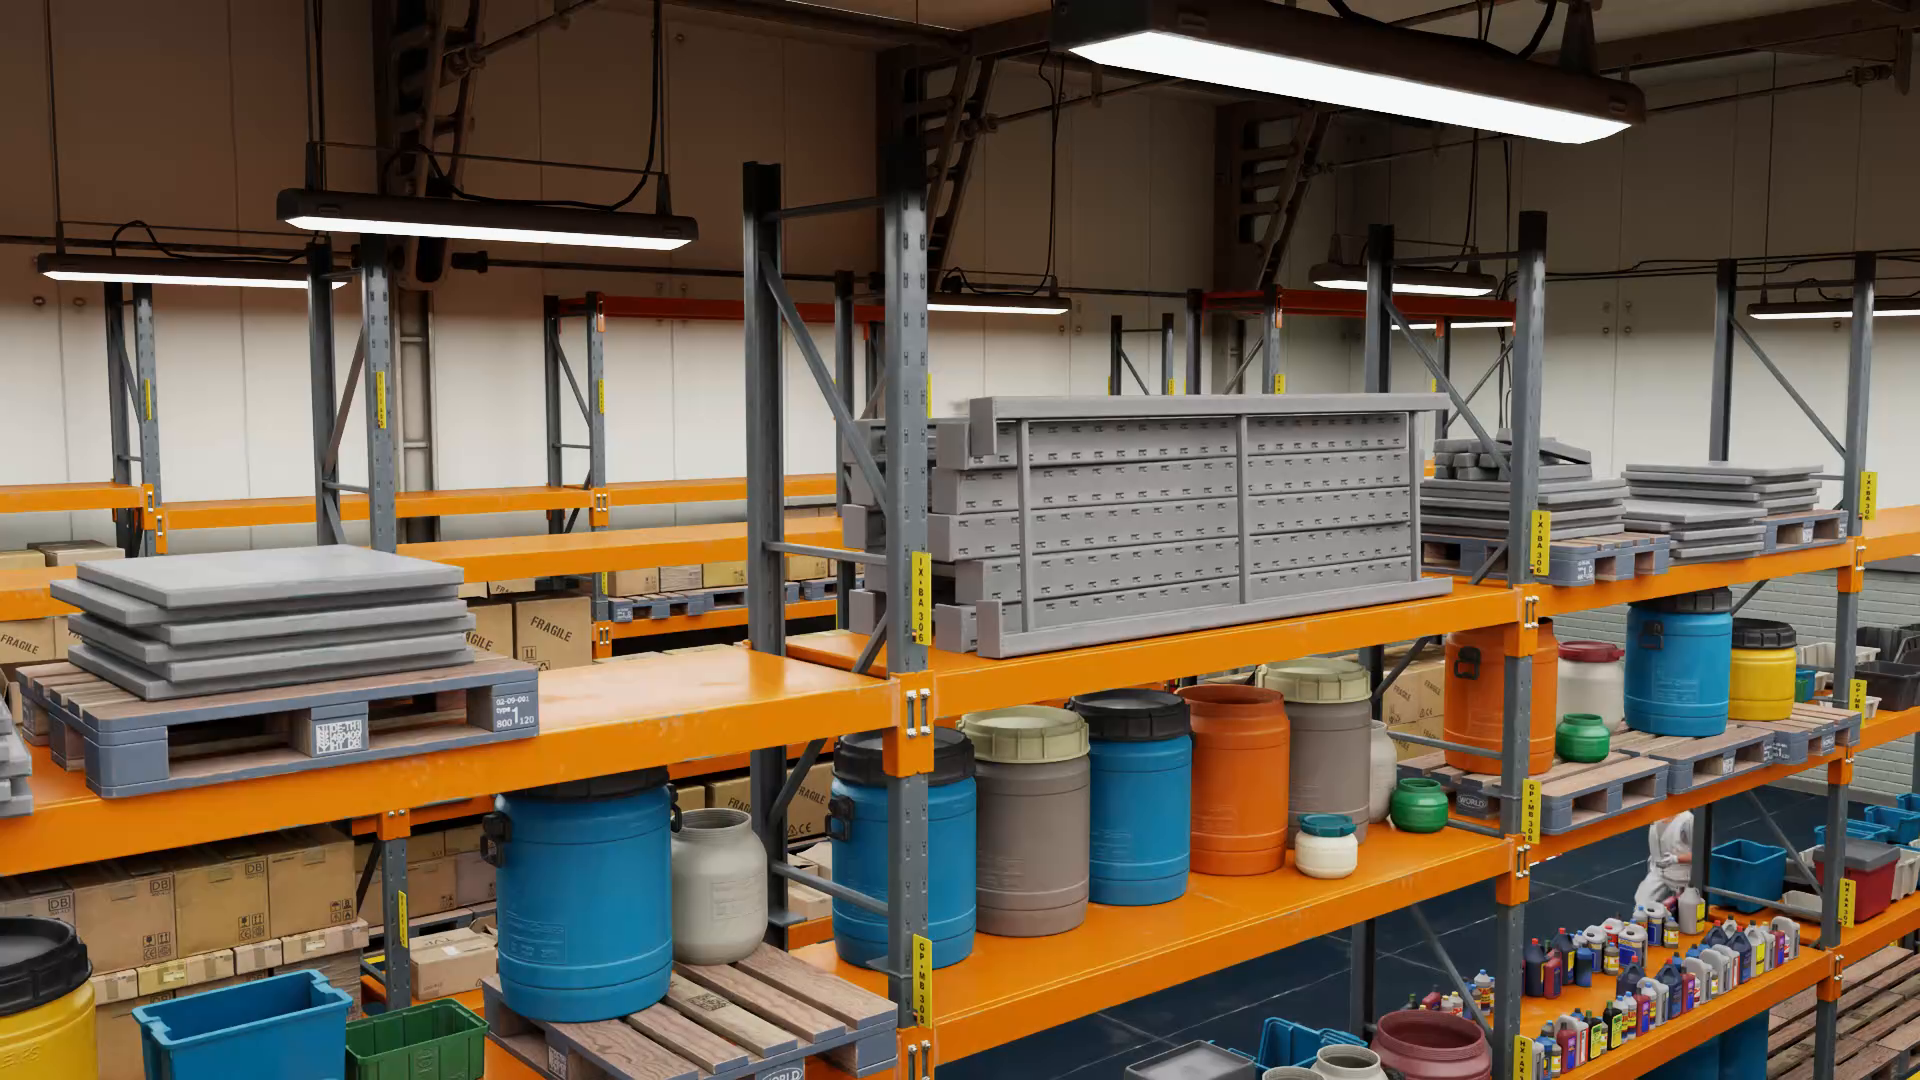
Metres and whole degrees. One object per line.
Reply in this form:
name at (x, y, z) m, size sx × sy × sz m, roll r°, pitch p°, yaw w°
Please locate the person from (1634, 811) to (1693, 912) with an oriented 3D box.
person at (6.130, 2.906, 14.327) m, size 0.785 × 1.752 × 0.591 m, roll -4°, pitch 7°, yaw -35°
